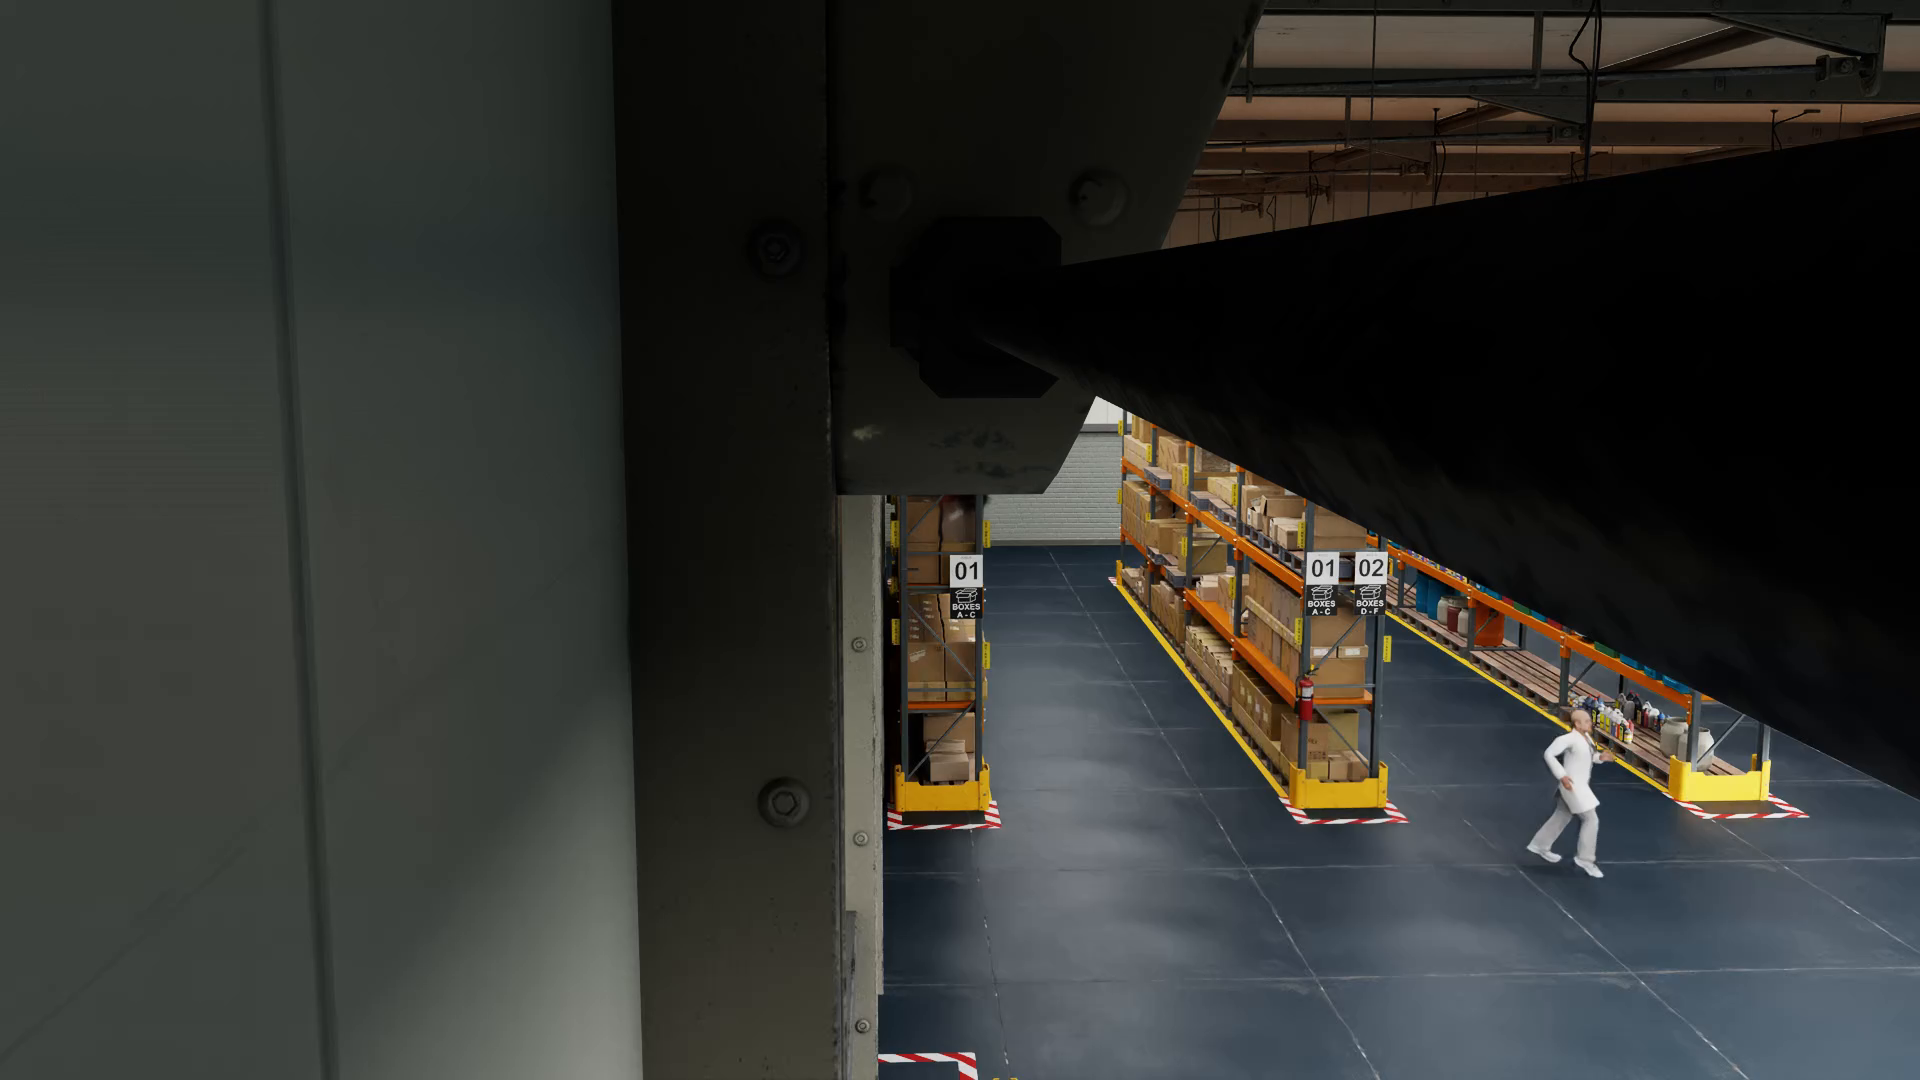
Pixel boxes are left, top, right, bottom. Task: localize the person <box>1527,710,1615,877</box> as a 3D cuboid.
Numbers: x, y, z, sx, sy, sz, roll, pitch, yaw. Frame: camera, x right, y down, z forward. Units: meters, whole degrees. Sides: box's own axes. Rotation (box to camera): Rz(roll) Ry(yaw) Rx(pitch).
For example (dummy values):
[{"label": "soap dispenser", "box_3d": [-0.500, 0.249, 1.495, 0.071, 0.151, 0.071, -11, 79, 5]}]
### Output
[{"label": "person", "box_3d": [6.755, 2.770, 18.379, 0.864, 1.854, 0.668, 4, 9, 27]}]
